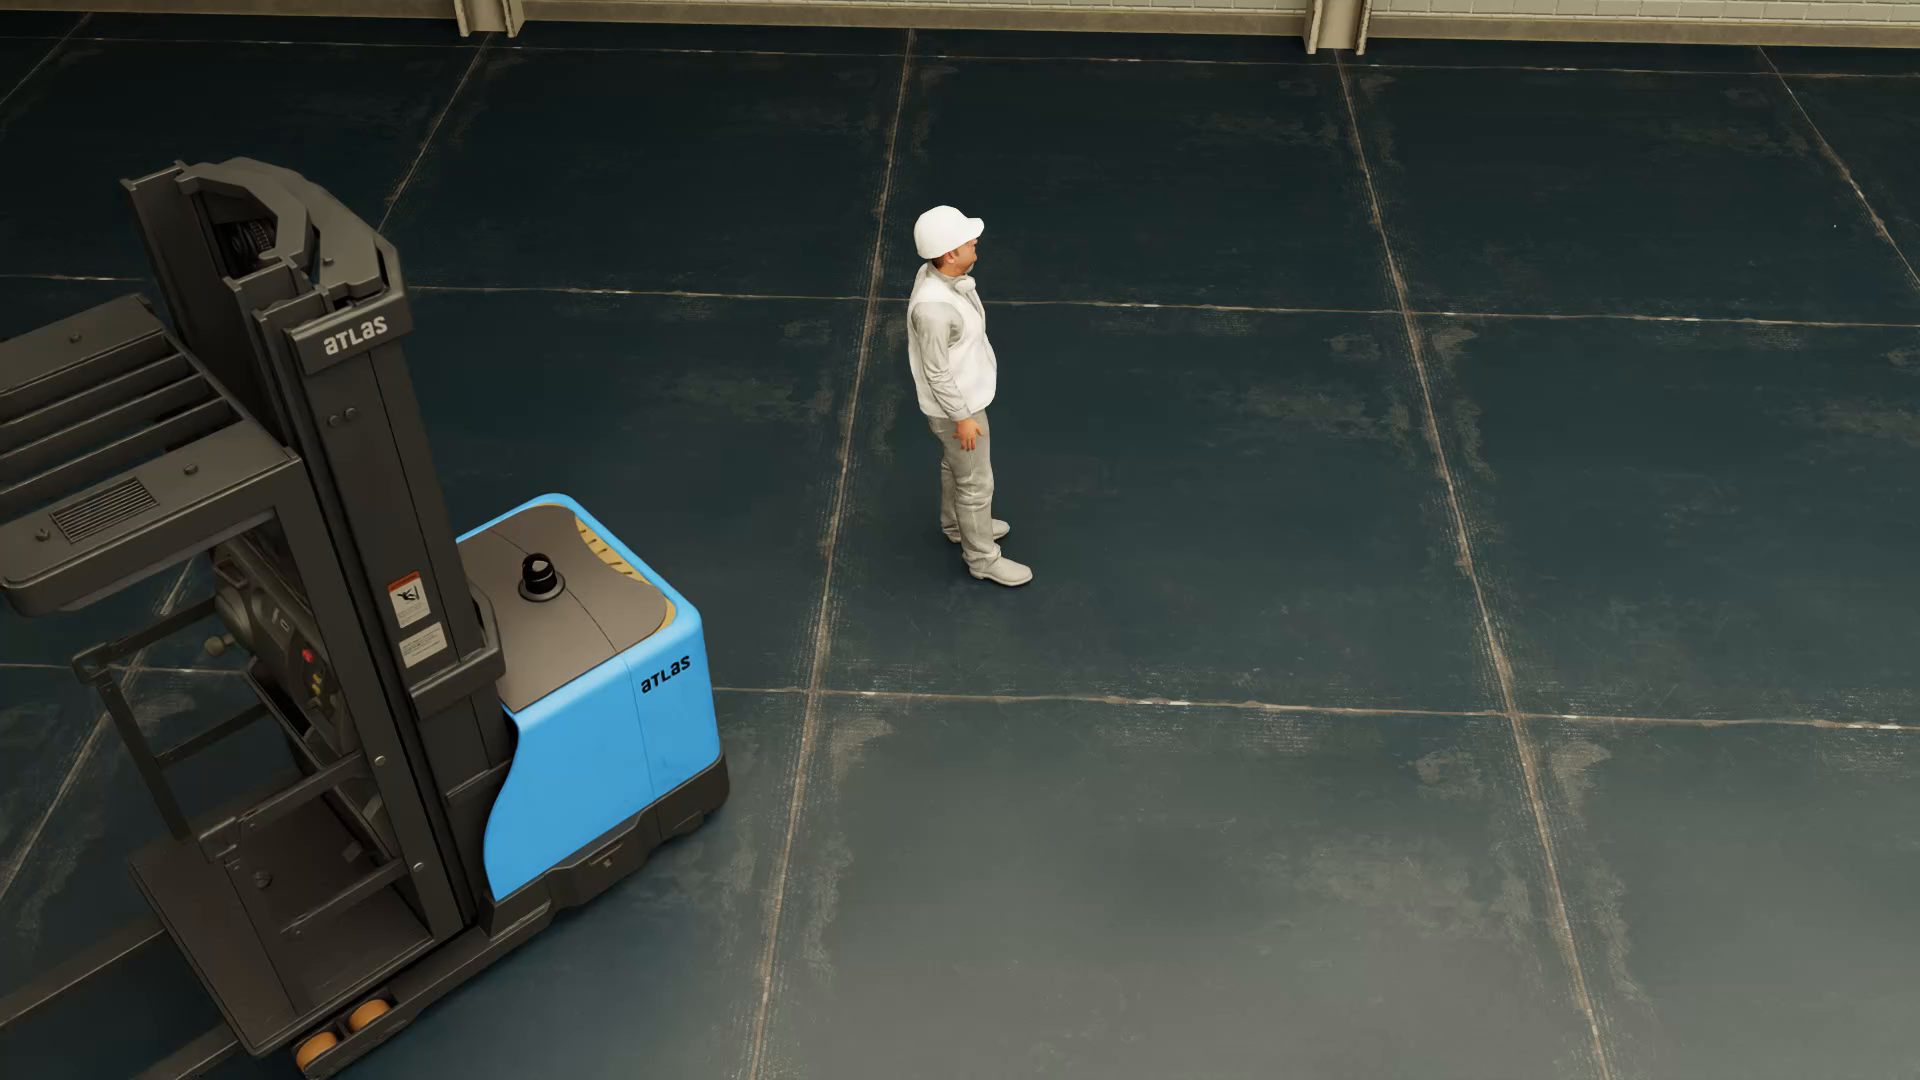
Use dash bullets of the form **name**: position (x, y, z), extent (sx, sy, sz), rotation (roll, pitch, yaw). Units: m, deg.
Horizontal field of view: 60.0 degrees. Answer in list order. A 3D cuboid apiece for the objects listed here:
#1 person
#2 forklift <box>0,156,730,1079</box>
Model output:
- **person**: position (0.061, -0.653, 7.305), extent (0.568, 1.773, 0.632), rotation (2, 42, 2)
- **forklift**: position (-2.358, 0.409, 5.294), extent (3.031, 2.935, 1.130), rotation (-32, 51, -30)
